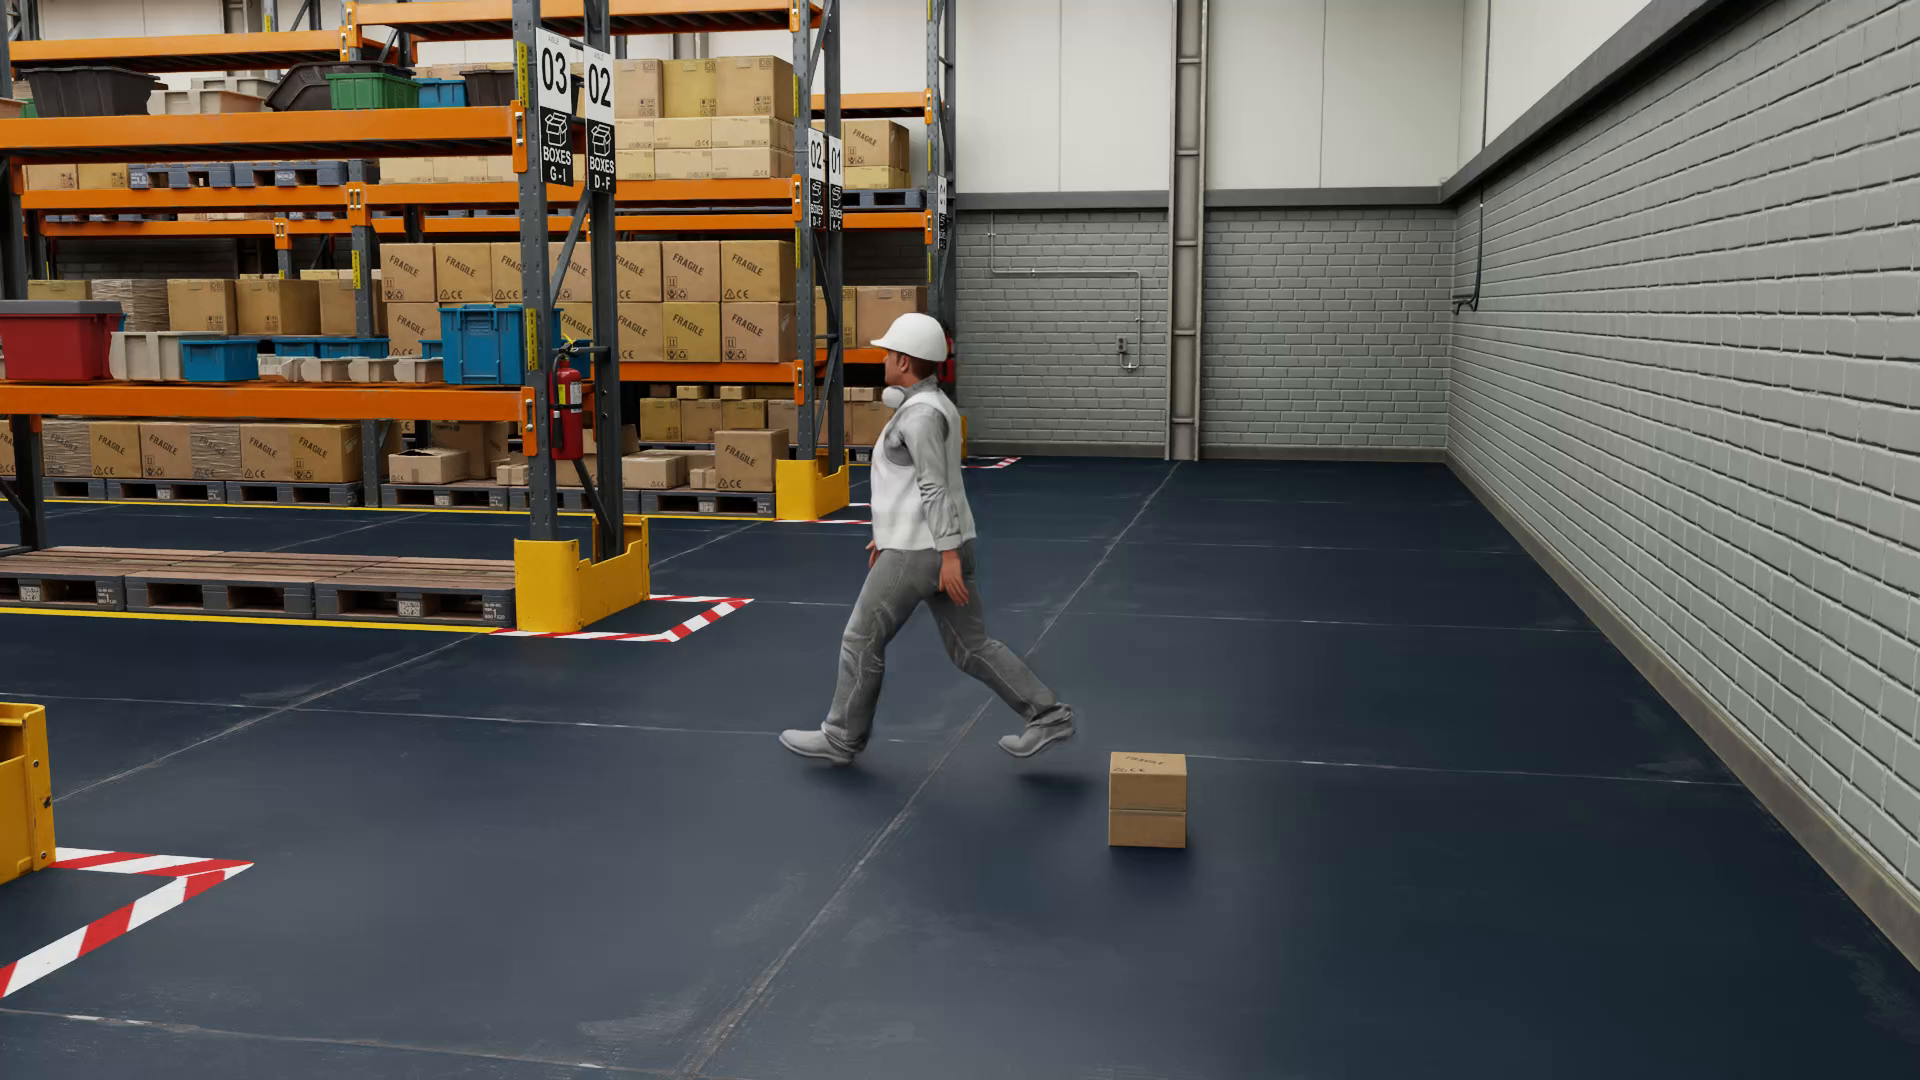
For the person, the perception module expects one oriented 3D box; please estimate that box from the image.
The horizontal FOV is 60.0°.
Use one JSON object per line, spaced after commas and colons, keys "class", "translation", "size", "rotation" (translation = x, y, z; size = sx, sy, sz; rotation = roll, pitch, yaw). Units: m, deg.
{"class": "person", "translation": [-0.121, 0.012, 6.267], "size": [1.109, 1.717, 0.571], "rotation": [2, 8, 17]}
